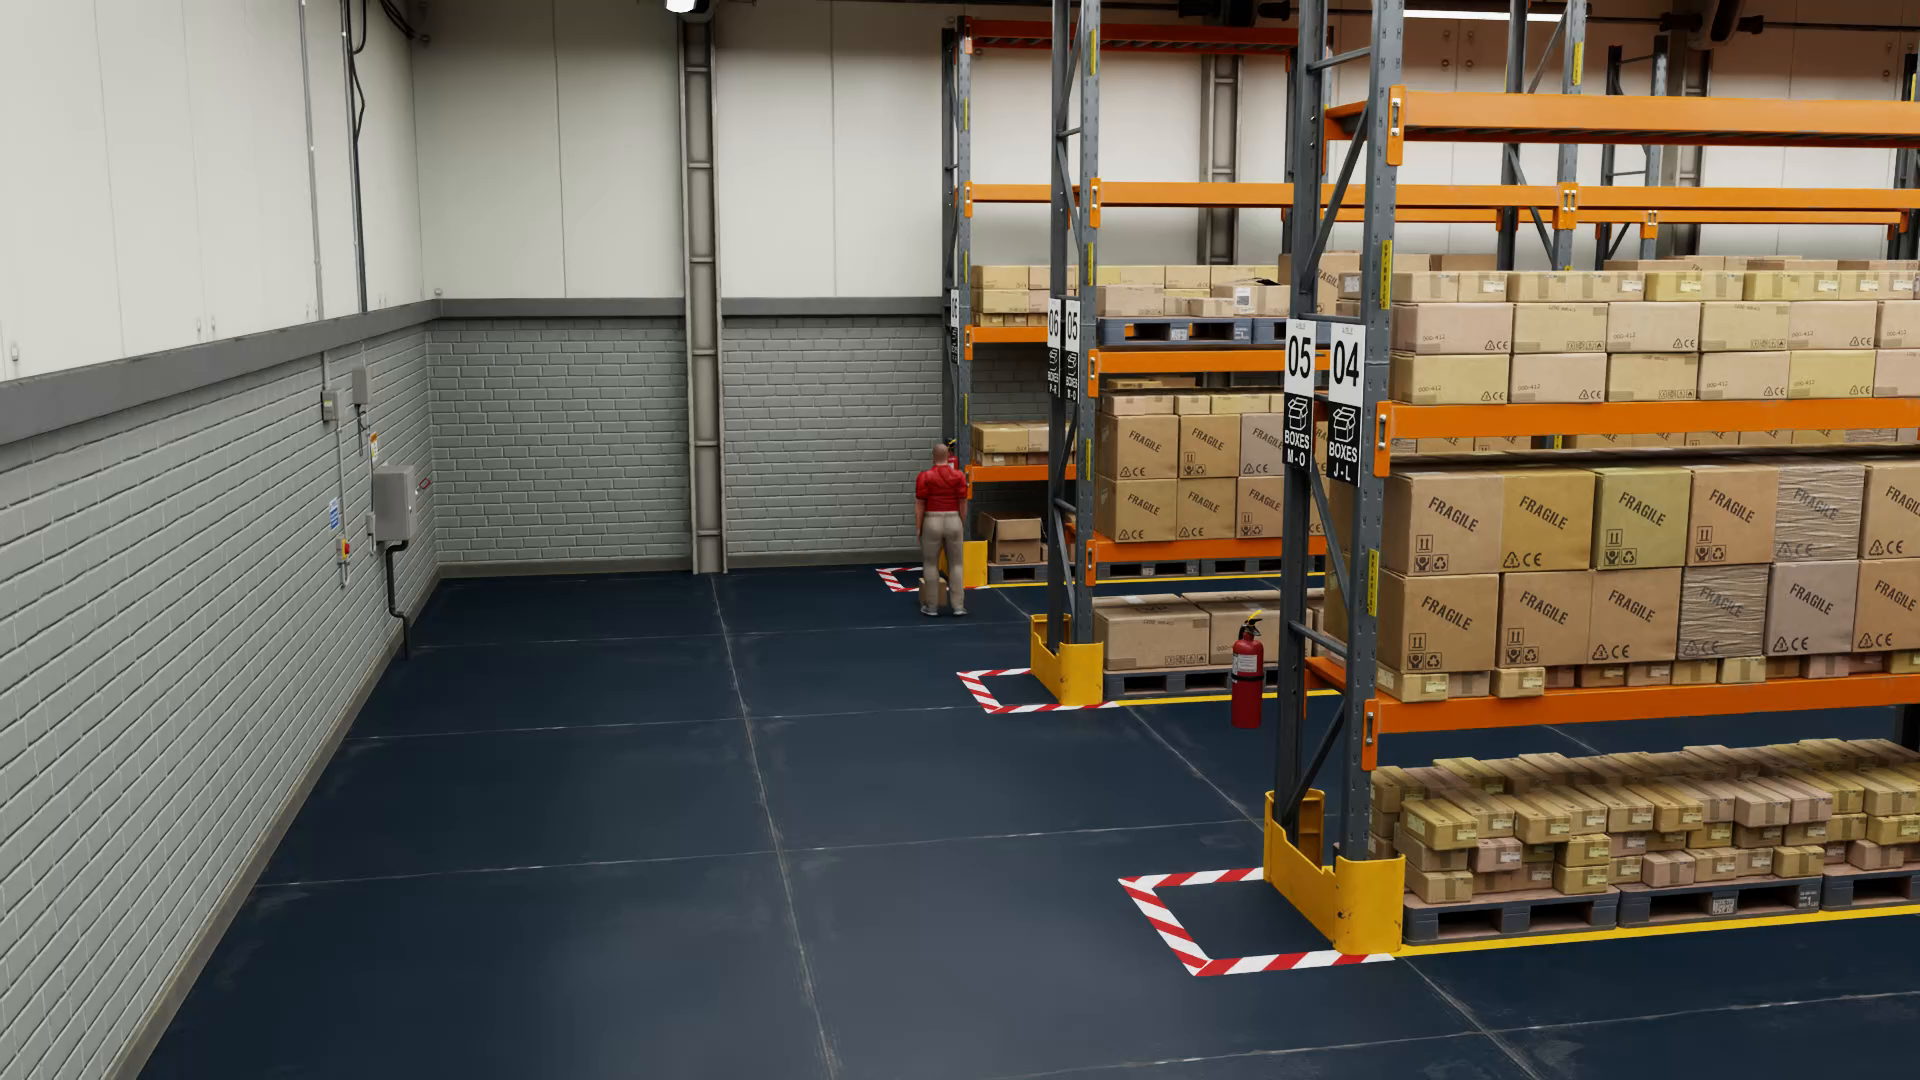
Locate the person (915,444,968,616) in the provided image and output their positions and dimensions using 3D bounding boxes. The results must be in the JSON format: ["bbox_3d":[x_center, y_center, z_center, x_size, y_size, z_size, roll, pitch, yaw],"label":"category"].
[{"bbox_3d":[-0.195,-0.096,16.593,0.526,1.749,0.372,-2,10,-10],"label":"person"}]
